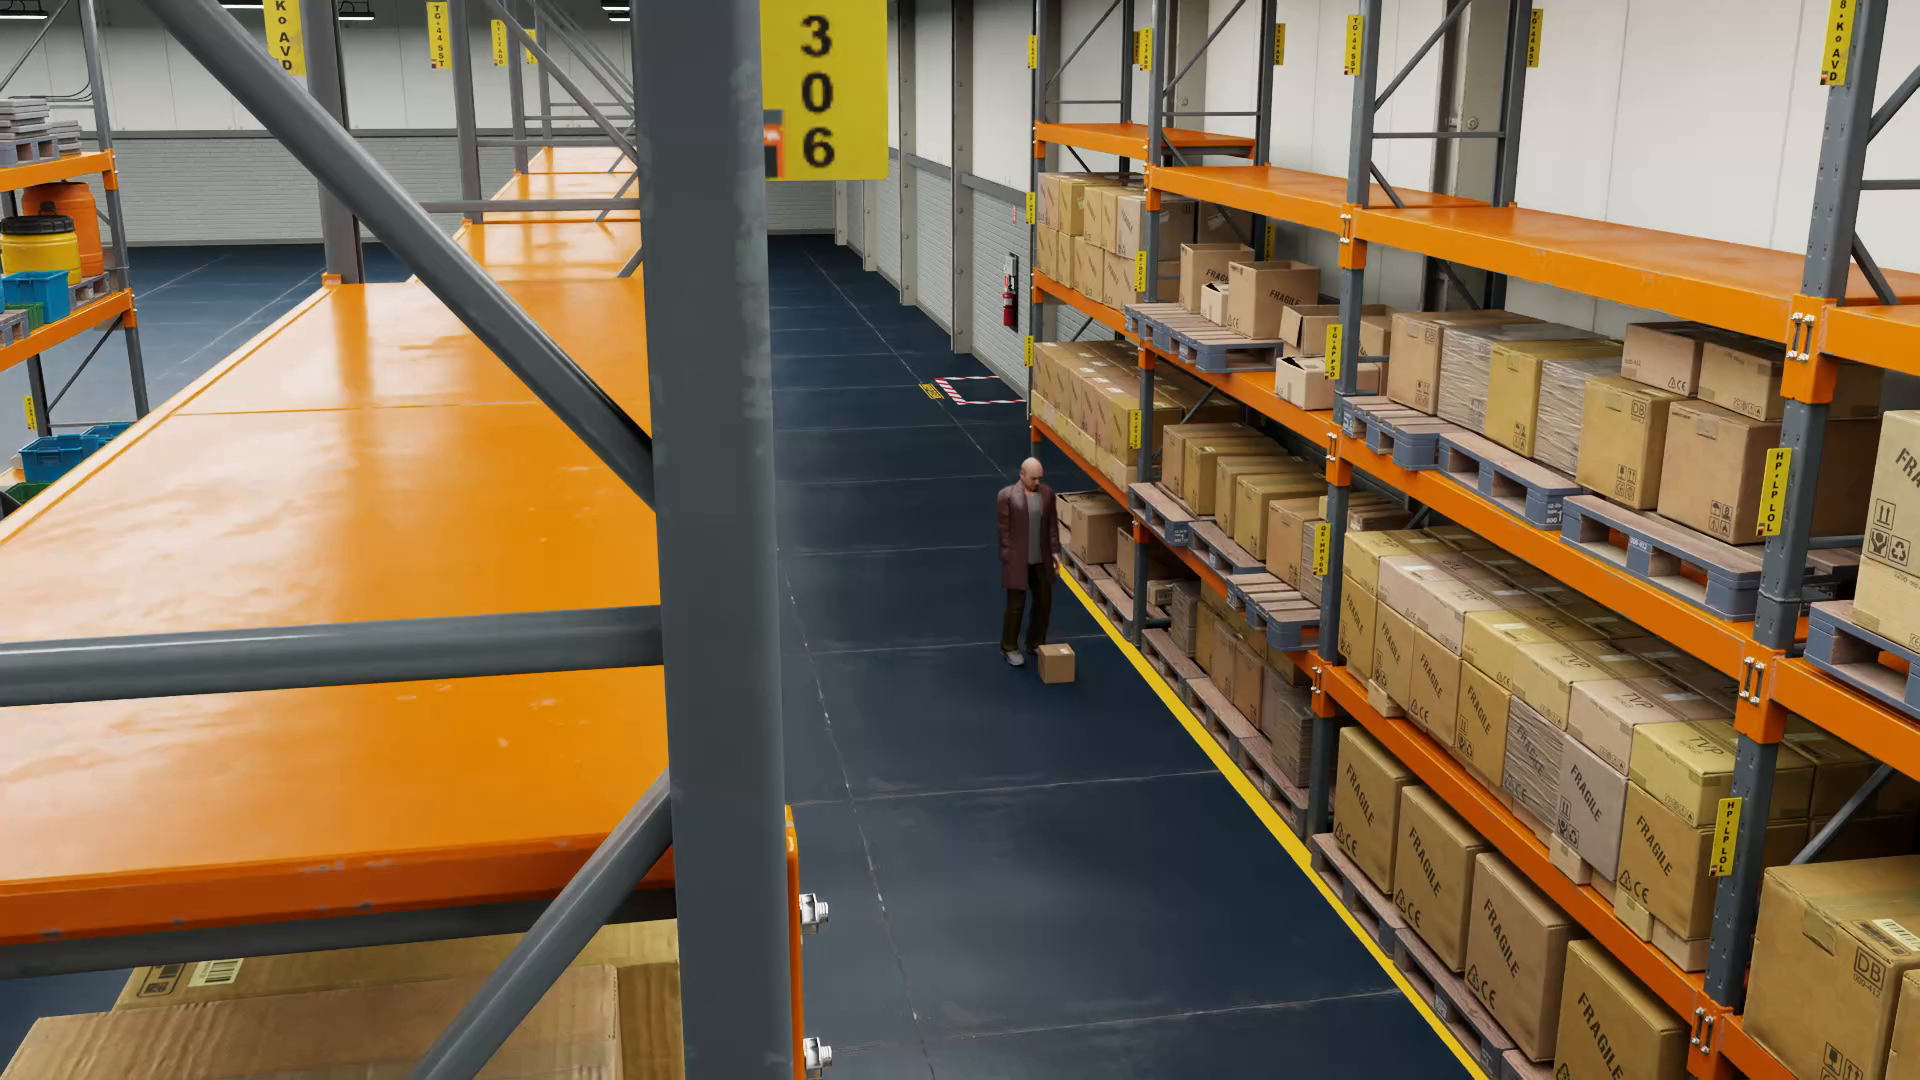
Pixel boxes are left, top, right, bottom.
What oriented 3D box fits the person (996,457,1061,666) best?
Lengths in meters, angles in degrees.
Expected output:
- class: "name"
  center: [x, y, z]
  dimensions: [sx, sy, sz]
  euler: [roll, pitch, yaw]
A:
- class: "person"
  center: [0.592, 0.168, 14.013]
  dimensions: [0.565, 1.770, 0.379]
  euler: [-7, 18, -23]
